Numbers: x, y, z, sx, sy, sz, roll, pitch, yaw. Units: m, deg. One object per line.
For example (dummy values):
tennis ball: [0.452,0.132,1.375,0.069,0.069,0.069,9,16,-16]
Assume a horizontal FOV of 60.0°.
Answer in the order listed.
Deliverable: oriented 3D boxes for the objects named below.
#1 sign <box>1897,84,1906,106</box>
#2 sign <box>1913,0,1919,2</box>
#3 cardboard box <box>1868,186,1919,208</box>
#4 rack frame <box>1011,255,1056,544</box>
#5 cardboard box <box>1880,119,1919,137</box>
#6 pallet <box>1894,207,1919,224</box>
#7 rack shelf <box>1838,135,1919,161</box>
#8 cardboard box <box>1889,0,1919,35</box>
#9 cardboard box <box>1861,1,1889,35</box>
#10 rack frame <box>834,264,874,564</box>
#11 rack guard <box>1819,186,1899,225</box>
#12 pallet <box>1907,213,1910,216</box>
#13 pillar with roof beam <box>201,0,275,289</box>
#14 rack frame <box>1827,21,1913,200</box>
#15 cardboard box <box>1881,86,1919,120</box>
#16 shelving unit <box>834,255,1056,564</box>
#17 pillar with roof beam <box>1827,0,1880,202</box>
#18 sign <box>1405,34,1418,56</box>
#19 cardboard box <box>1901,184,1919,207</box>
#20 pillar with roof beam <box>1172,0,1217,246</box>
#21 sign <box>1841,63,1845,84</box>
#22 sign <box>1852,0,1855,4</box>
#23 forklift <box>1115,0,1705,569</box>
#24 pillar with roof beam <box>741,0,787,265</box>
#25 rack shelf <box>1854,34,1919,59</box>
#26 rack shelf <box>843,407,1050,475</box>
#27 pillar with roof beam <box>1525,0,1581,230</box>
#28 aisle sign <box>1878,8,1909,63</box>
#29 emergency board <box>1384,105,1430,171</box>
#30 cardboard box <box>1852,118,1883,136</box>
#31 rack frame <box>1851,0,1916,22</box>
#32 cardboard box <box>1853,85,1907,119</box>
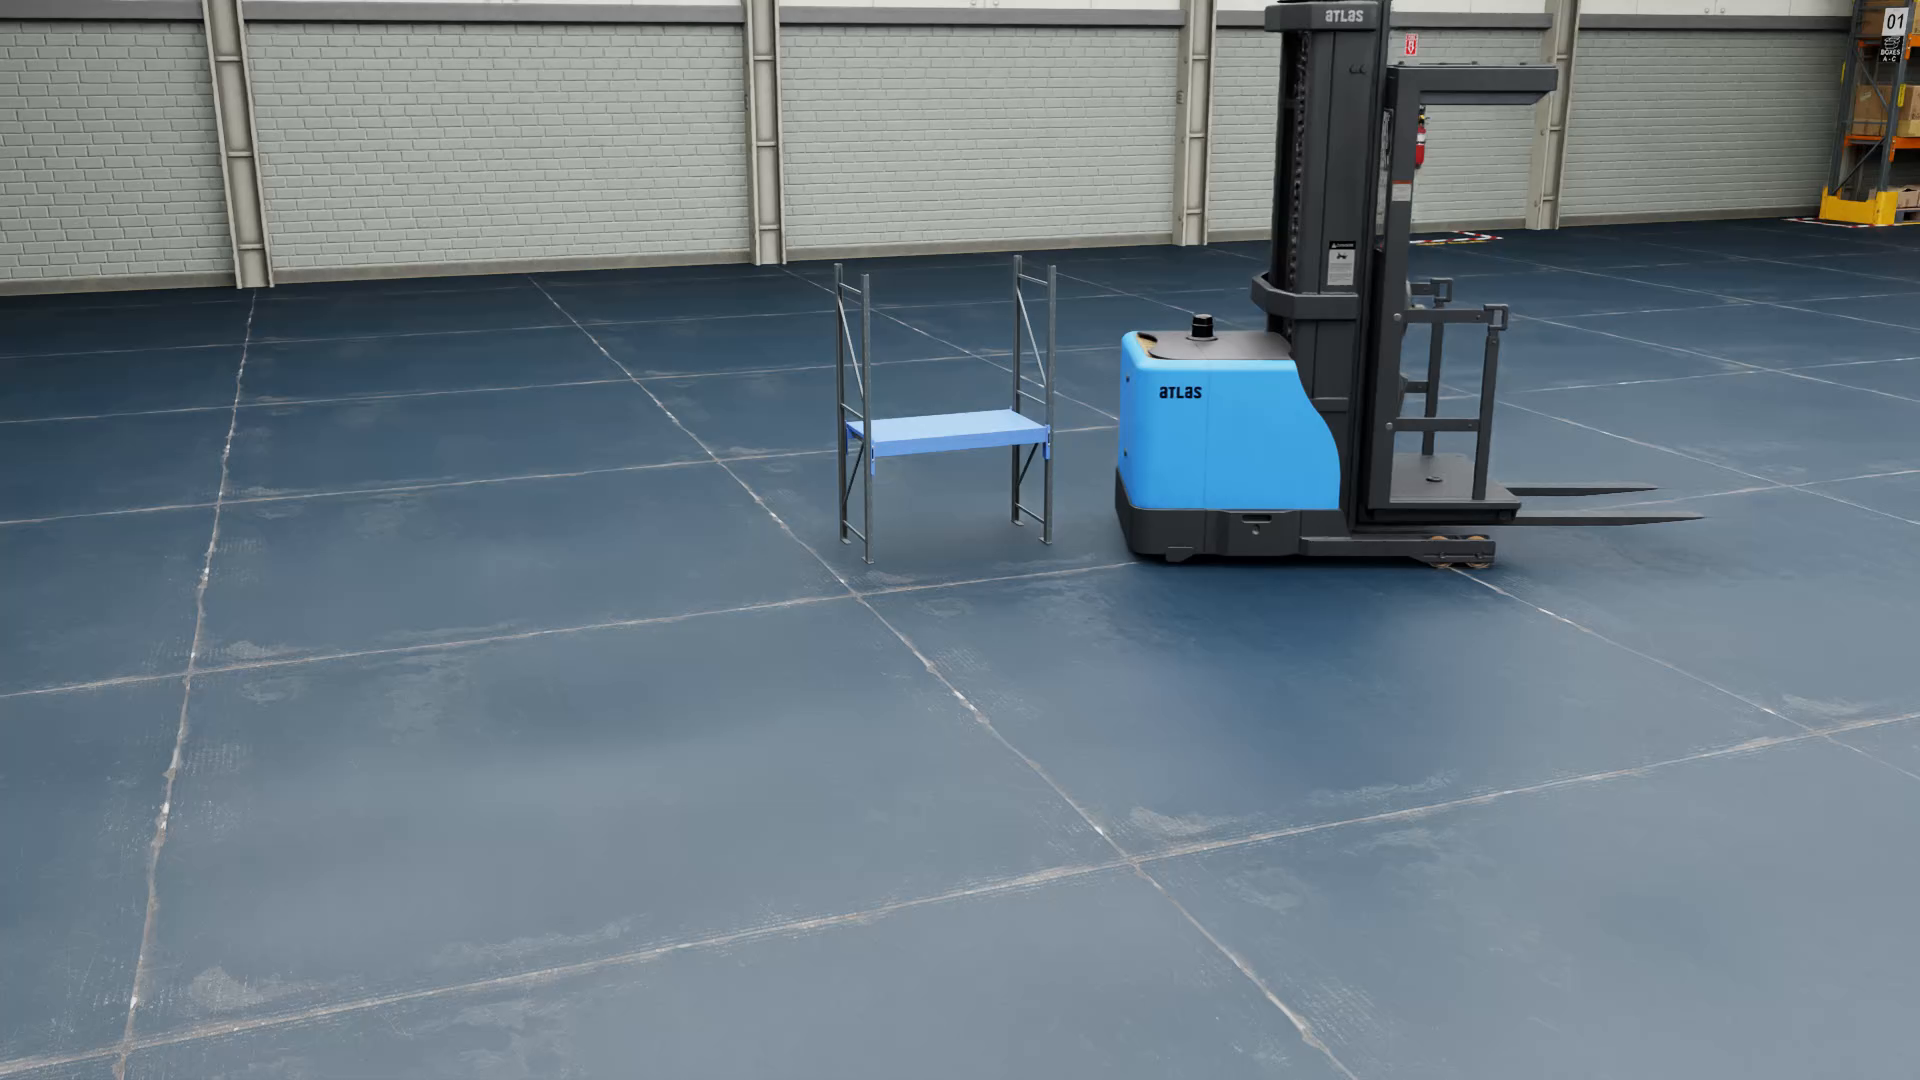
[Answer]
sign: [14.236,-6.727,25.146,0.005,0.325,0.100,-6,17,-20]
sign: [14.236,-8.170,24.722,0.005,0.325,0.100,-6,17,-20]
cardboard box: [14.720,-5.422,26.228,0.500,0.311,0.500,-8,18,-26]
rack frame: [0.395,-0.762,9.032,0.032,1.500,0.500,-6,17,-20]
cardboard box: [14.611,-6.358,25.656,0.500,0.250,0.500,-7,18,-22]
pallet: [14.884,-5.197,26.421,1.213,0.211,1.003,-6,17,-20]
rack shelf: [15.909,-6.311,26.542,4.000,0.370,1.077,-6,17,-20]
cardboard box: [14.443,-7.919,25.206,0.500,0.500,0.500,-6,17,-19]
cardboard box: [14.341,-8.060,25.685,0.500,0.500,0.500,-5,17,-16]
rack frame: [-0.554,-0.660,8.683,0.032,1.500,0.500,-6,17,-20]
rack guard: [14.113,-5.263,26.133,0.348,0.500,1.175,-6,17,-20]
pallet: [16.021,-5.319,26.836,1.213,0.211,1.003,-6,17,-20]
pillar with roof beam: [-6.485,-6.079,13.827,0.400,9.000,9.100,-6,17,-20]
rack frame: [14.042,-6.455,25.754,0.127,3.000,1.000,-6,17,-20]
cardboard box: [14.595,-6.721,25.562,0.500,0.500,0.500,-6,17,-20]
shelving unit: [-0.080,-0.711,8.858,1.048,1.500,0.538,-6,17,-20]
pillar with roof beam: [15.926,-8.498,22.067,0.400,9.000,9.100,-6,17,-20]
sign: [6.419,-7.046,23.655,0.199,0.298,0.001,-6,17,-20]
cardboard box: [15.252,-5.479,26.424,0.500,0.311,0.500,-5,17,-15]
pillar with roof beam: [4.721,-7.289,17.947,0.400,9.000,9.100,-6,17,-20]
sign: [13.862,-7.310,26.051,0.005,0.325,0.100,-6,17,-20]
sign: [13.862,-8.467,25.711,0.005,0.325,0.100,-6,17,-20]
forklift: [2.397,-1.409,8.694,3.031,2.935,1.130,0,16,0]
pillar with roof beam: [-0.882,-6.684,15.887,0.400,9.000,9.100,-6,17,-20]
rack shelf: [15.909,-7.750,26.120,4.000,0.370,1.077,-6,17,-20]
rack shelf: [-0.080,-0.538,8.908,1.000,0.185,0.538,-6,17,-20]
pillar with roof beam: [10.323,-7.894,20.007,0.400,9.000,9.100,-6,17,-20]
aisle sign: [14.082,-7.616,25.095,0.004,0.787,0.394,-6,17,-20]
emergency board: [6.462,-5.909,23.895,0.643,1.169,0.194,-6,17,-20]
cardboard box: [14.409,-6.490,26.107,0.500,0.250,0.500,-6,17,-19]
rack frame: [14.042,-9.333,24.909,0.127,3.000,1.000,-6,17,-20]
cardboard box: [14.406,-6.855,26.019,0.500,0.500,0.500,-6,18,-21]
